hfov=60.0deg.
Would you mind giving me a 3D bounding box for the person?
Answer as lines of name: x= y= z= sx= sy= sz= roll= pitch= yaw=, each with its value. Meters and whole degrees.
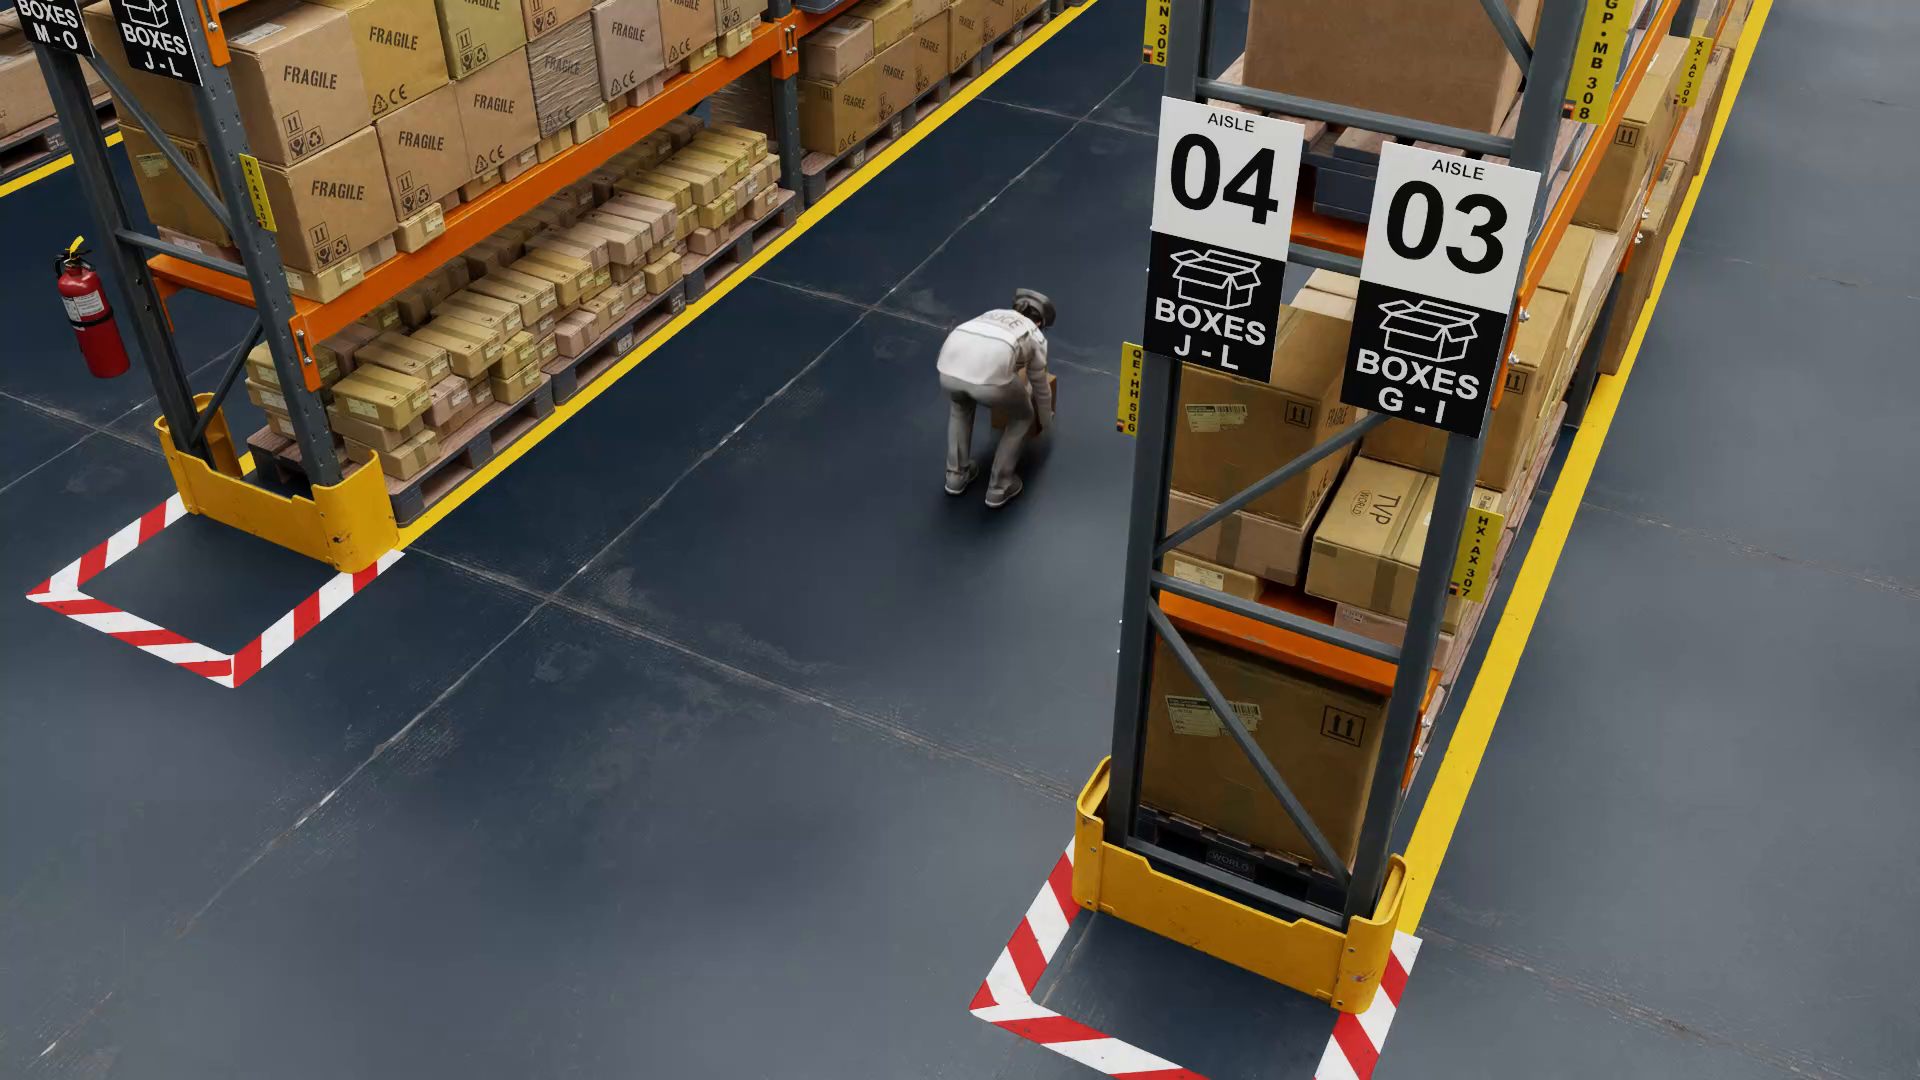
person: x=0.194 y=-0.741 z=8.251 sx=0.445 sy=0.972 sz=0.901 roll=16 pitch=41 yaw=19
